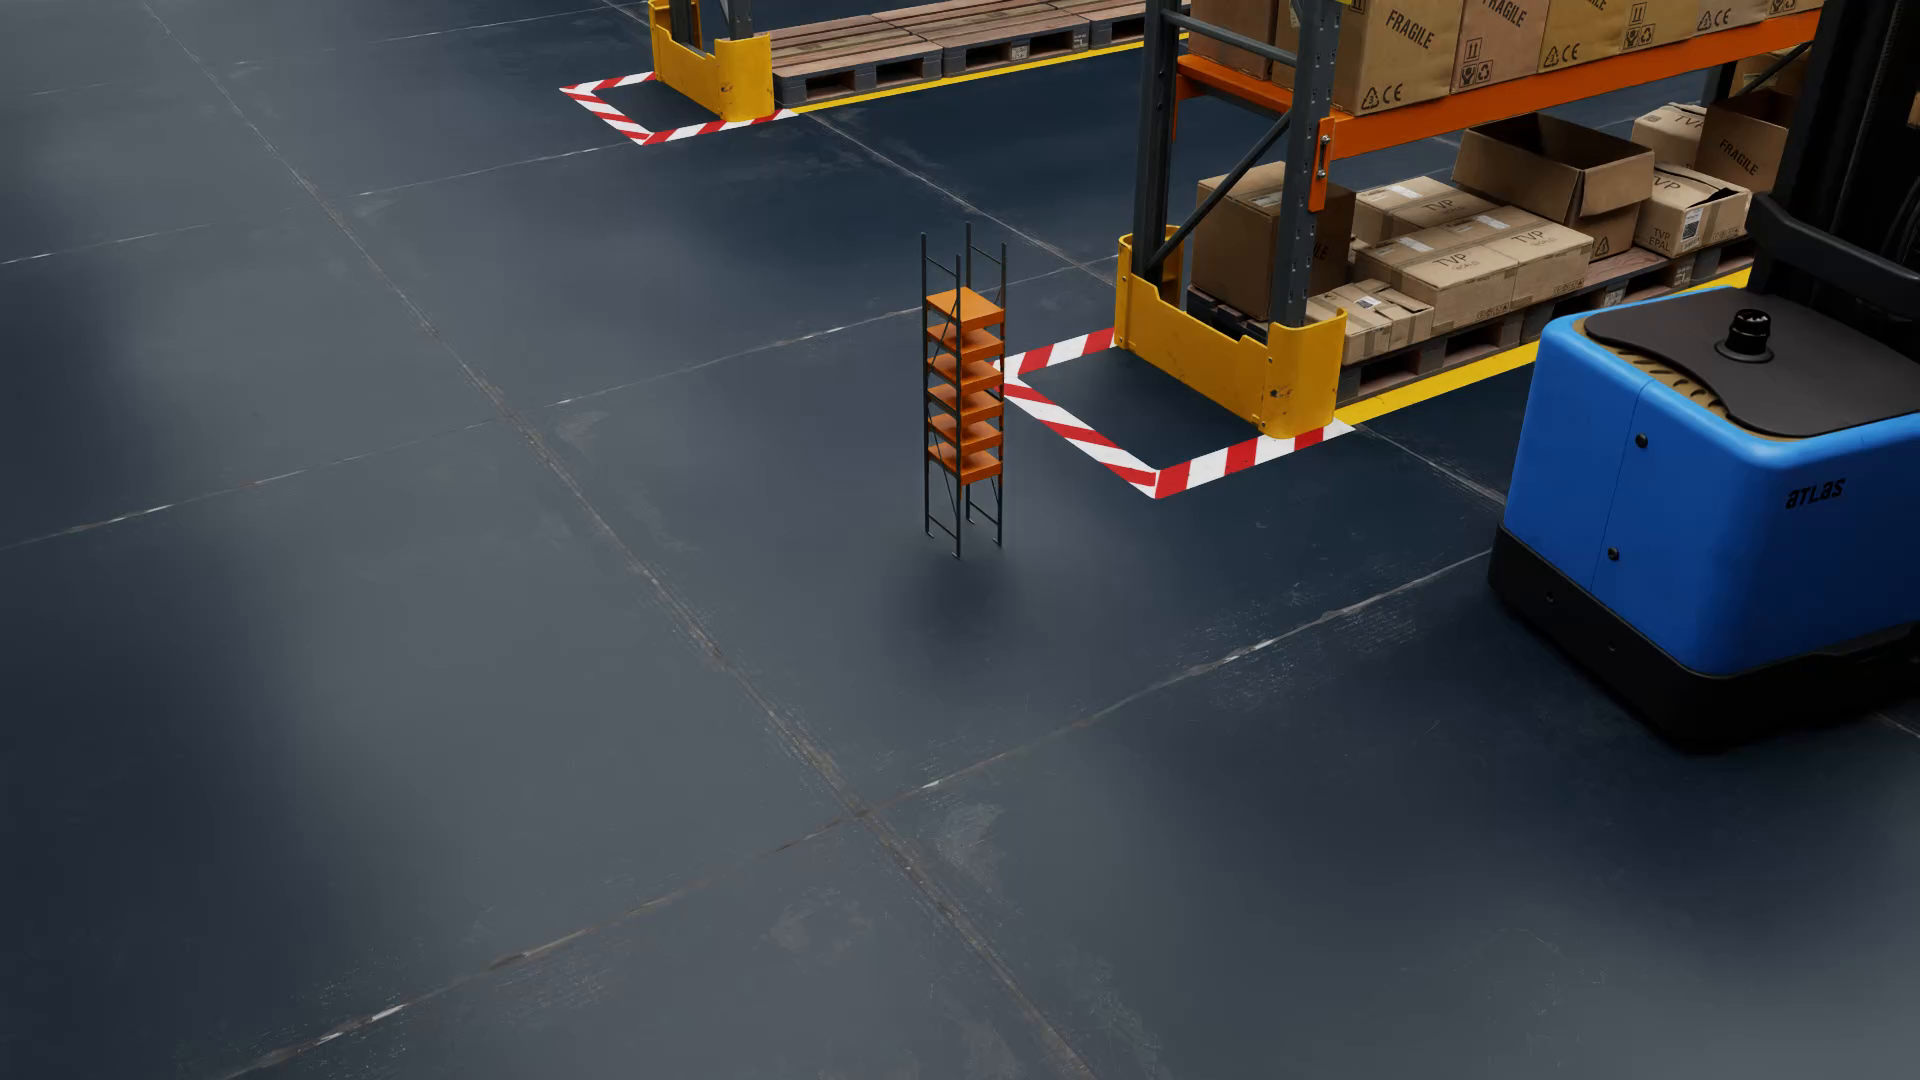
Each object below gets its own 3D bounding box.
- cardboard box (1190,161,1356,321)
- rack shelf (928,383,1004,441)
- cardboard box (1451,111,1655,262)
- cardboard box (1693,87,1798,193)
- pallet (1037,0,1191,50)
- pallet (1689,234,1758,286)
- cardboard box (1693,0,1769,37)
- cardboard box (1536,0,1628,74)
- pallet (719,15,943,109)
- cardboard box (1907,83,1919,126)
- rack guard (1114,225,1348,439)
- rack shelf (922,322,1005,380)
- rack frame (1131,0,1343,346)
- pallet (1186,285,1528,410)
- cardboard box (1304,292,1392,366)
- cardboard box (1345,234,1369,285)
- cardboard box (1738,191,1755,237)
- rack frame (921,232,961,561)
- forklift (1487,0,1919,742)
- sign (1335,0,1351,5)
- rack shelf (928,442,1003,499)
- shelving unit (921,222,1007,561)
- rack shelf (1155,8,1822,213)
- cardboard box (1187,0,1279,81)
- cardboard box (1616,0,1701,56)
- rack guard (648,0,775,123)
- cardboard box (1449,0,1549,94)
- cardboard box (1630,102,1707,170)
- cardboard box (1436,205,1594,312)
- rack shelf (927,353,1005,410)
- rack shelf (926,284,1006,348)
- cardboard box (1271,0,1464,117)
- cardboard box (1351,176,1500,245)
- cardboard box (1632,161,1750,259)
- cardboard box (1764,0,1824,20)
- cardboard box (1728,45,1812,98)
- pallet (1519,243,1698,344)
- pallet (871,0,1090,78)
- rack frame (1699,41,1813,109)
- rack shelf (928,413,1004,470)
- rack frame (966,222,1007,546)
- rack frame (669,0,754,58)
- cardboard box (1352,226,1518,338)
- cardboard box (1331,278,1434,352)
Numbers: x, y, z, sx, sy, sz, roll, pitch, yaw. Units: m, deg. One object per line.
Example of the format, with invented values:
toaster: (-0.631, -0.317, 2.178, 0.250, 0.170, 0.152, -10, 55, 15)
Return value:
cardboard box: (1.408, -1.359, 7.524, 0.500, 0.500, 0.500, -19, 37, -27)
rack shelf: (0.012, -0.474, 5.960, 0.180, 0.103, 0.258, -19, 37, -27)
cardboard box: (2.870, -1.704, 8.067, 0.637, 0.503, 0.797, -19, 37, -27)
cardboard box: (4.121, -1.956, 8.470, 0.500, 0.500, 0.500, -19, 37, -27)
pallet: (1.169, -3.932, 12.286, 1.213, 0.211, 1.003, -19, 37, -27)
pallet: (3.868, -1.742, 8.813, 1.213, 0.211, 1.003, -19, 37, -27)
cardboard box: (3.302, -2.603, 7.471, 0.500, 0.500, 0.500, -18, 36, -26)
cardboard box: (2.454, -2.311, 7.008, 0.500, 0.500, 0.500, -19, 37, -27)
pallet: (-0.882, -3.227, 11.168, 1.213, 0.211, 1.003, -19, 37, -27)
cardboard box: (4.985, -2.279, 8.981, 0.500, 0.500, 0.500, -21, 38, -29)
rack guard: (1.148, -0.928, 7.252, 0.348, 0.500, 1.175, -19, 37, -27)
rack shelf: (0.012, -0.677, 5.832, 0.180, 0.103, 0.258, -19, 37, -27)
rack frame: (1.084, -1.963, 6.550, 0.127, 3.000, 1.000, -19, 37, -27)
pallet: (1.818, -1.036, 7.695, 1.213, 0.211, 1.003, -19, 37, -27)
cardboard box: (1.622, -0.910, 7.141, 0.250, 0.149, 0.380, -19, 37, -27)
cardboard box: (1.797, -1.295, 7.735, 0.250, 0.166, 0.380, -19, 37, -27)
cardboard box: (3.838, -1.672, 8.349, 0.250, 0.149, 0.380, -19, 37, -27)
rack frame: (-0.065, -0.485, 5.895, 0.006, 1.200, 0.240, -19, 37, -27)
forklift: (3.433, -1.106, 5.257, 3.031, 2.935, 1.130, -12, 34, -19)
sign: (1.378, -2.086, 5.934, 0.005, 0.325, 0.100, -19, 37, -27)
rack shelf: (0.012, -0.271, 6.088, 0.180, 0.103, 0.258, -19, 37, -27)
shelving unit: (0.012, -0.512, 5.937, 0.189, 1.200, 0.258, -19, 37, -27)
rack shelf: (2.765, -2.237, 7.659, 4.000, 0.370, 1.077, -19, 37, -27)
cardboard box: (1.313, -2.257, 6.922, 0.500, 0.500, 0.500, -18, 36, -26)
cardboard box: (2.875, -2.454, 7.236, 0.500, 0.500, 0.500, -18, 37, -27)
rack guard: (-1.610, -3.115, 10.720, 0.348, 0.500, 1.175, -19, 37, -27)
cardboard box: (2.031, -2.167, 6.780, 0.500, 0.500, 0.500, -19, 37, -28)
cardboard box: (3.976, -2.144, 8.945, 0.500, 0.311, 0.500, -19, 37, -27)
cardboard box: (2.535, -1.305, 7.672, 0.500, 0.250, 0.500, -19, 37, -27)
rack shelf: (0.012, -0.576, 5.896, 0.180, 0.103, 0.258, -19, 37, -27)
rack shelf: (0.012, -0.779, 5.768, 0.180, 0.103, 0.258, -19, 37, -27)
cardboard box: (1.600, -2.015, 6.540, 0.500, 0.500, 0.500, -18, 37, -26)
cardboard box: (2.222, -1.515, 8.005, 0.500, 0.250, 0.500, -19, 37, -27)
cardboard box: (3.491, -1.659, 8.177, 0.500, 0.311, 0.500, -19, 37, -27)
cardboard box: (3.733, -2.752, 7.708, 0.500, 0.500, 0.500, -18, 36, -26)
cardboard box: (4.706, -2.519, 9.363, 0.500, 0.500, 0.500, -19, 37, -28)
pallet: (2.842, -1.387, 8.251, 1.213, 0.211, 1.003, -19, 37, -27)
pallet: (0.142, -3.577, 11.723, 1.213, 0.211, 1.003, -19, 37, -27)
rack frame: (4.446, -3.119, 8.383, 0.127, 3.000, 1.000, -19, 37, -27)
rack shelf: (0.012, -0.373, 6.024, 0.180, 0.103, 0.258, -19, 37, -27)
rack frame: (0.089, -0.538, 5.978, 0.006, 1.200, 0.240, -19, 37, -27)
rack frame: (-1.596, -4.185, 10.073, 0.127, 3.000, 1.000, -19, 37, -27)
cardboard box: (2.115, -1.161, 7.443, 0.500, 0.250, 0.500, -19, 37, -27)
cardboard box: (1.832, -0.990, 7.251, 0.250, 0.166, 0.380, -19, 37, -27)
